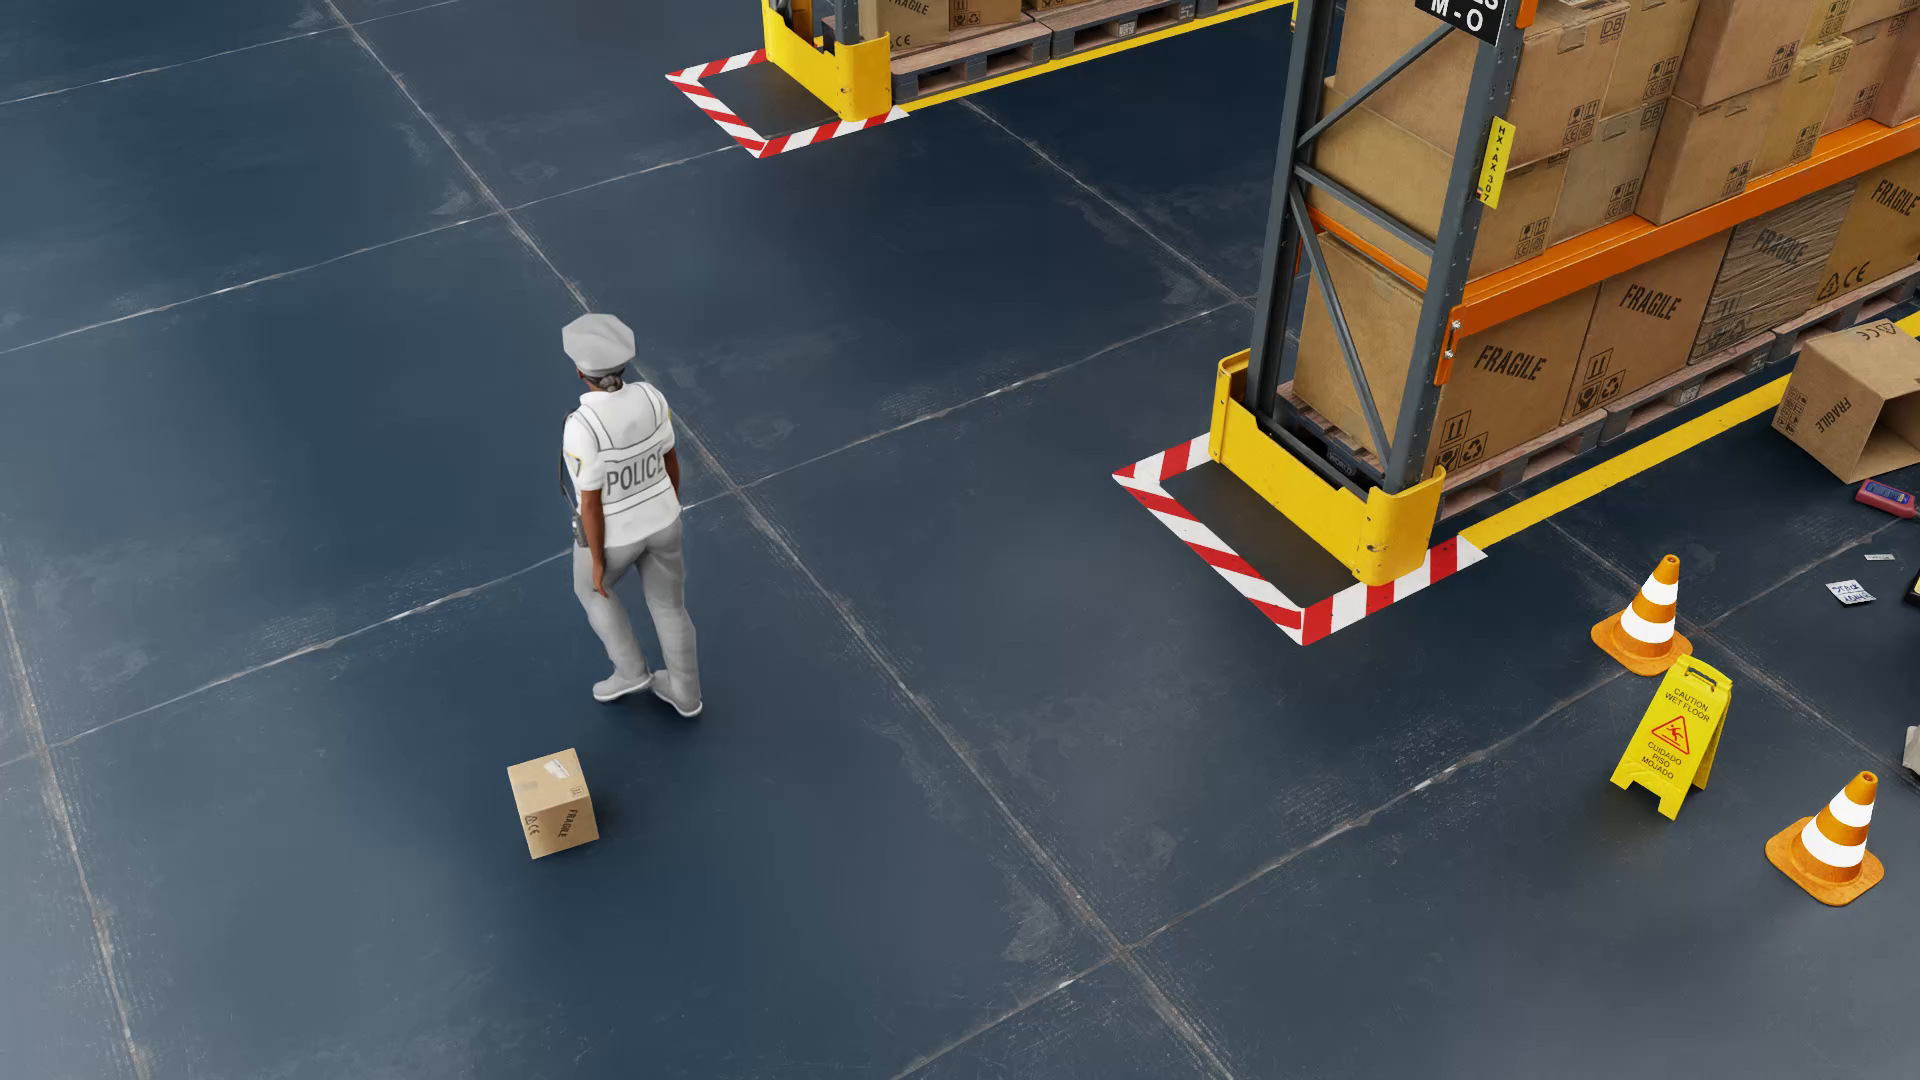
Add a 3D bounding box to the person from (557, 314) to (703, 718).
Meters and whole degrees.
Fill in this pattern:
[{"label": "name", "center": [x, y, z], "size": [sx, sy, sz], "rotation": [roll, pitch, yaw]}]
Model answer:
[{"label": "person", "center": [-1.208, -0.034, 6.180], "size": [0.484, 1.687, 0.517], "rotation": [-29, 49, -29]}]
